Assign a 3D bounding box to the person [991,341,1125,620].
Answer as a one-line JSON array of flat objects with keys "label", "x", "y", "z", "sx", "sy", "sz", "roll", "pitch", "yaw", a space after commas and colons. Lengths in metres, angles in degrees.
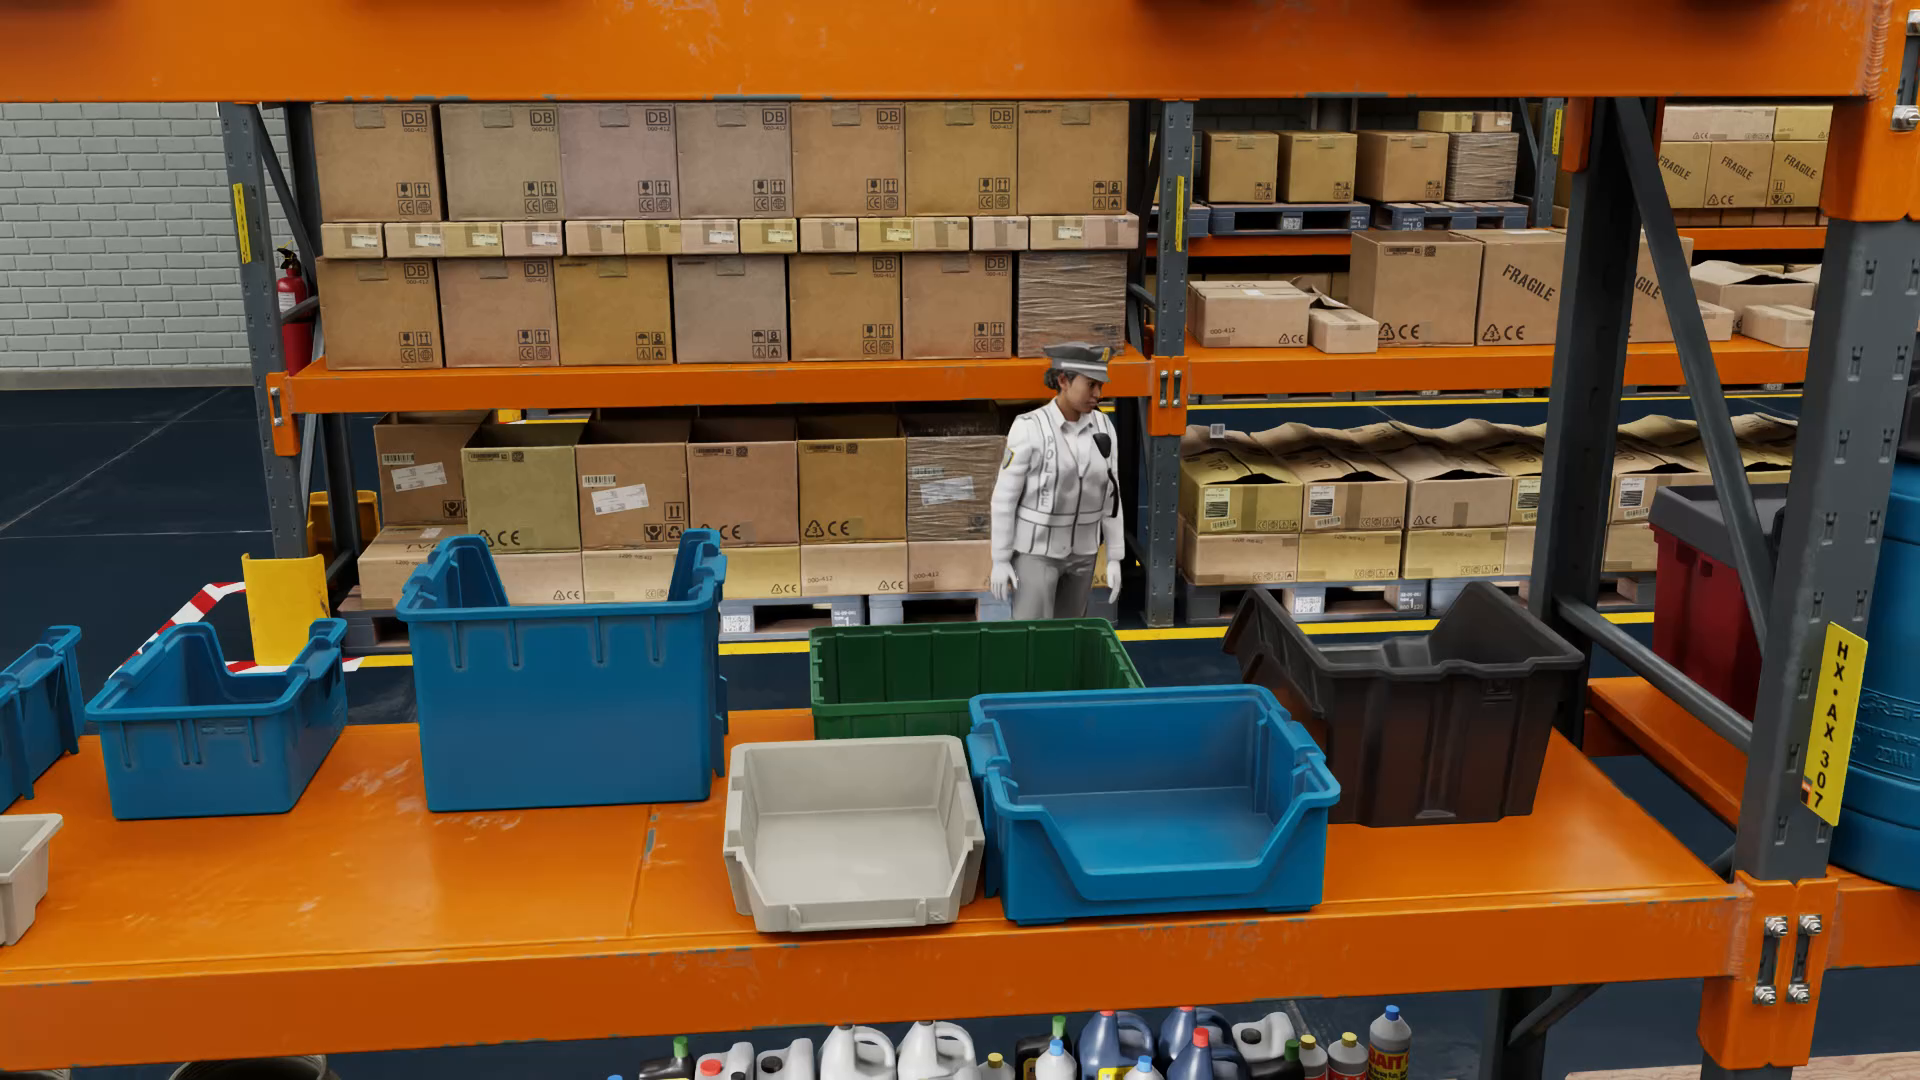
[{"label": "person", "x": 0.392, "y": 0.092, "z": 6.174, "sx": 0.536, "sy": 1.647, "sz": 0.674, "roll": -9, "pitch": 19, "yaw": -26}]
